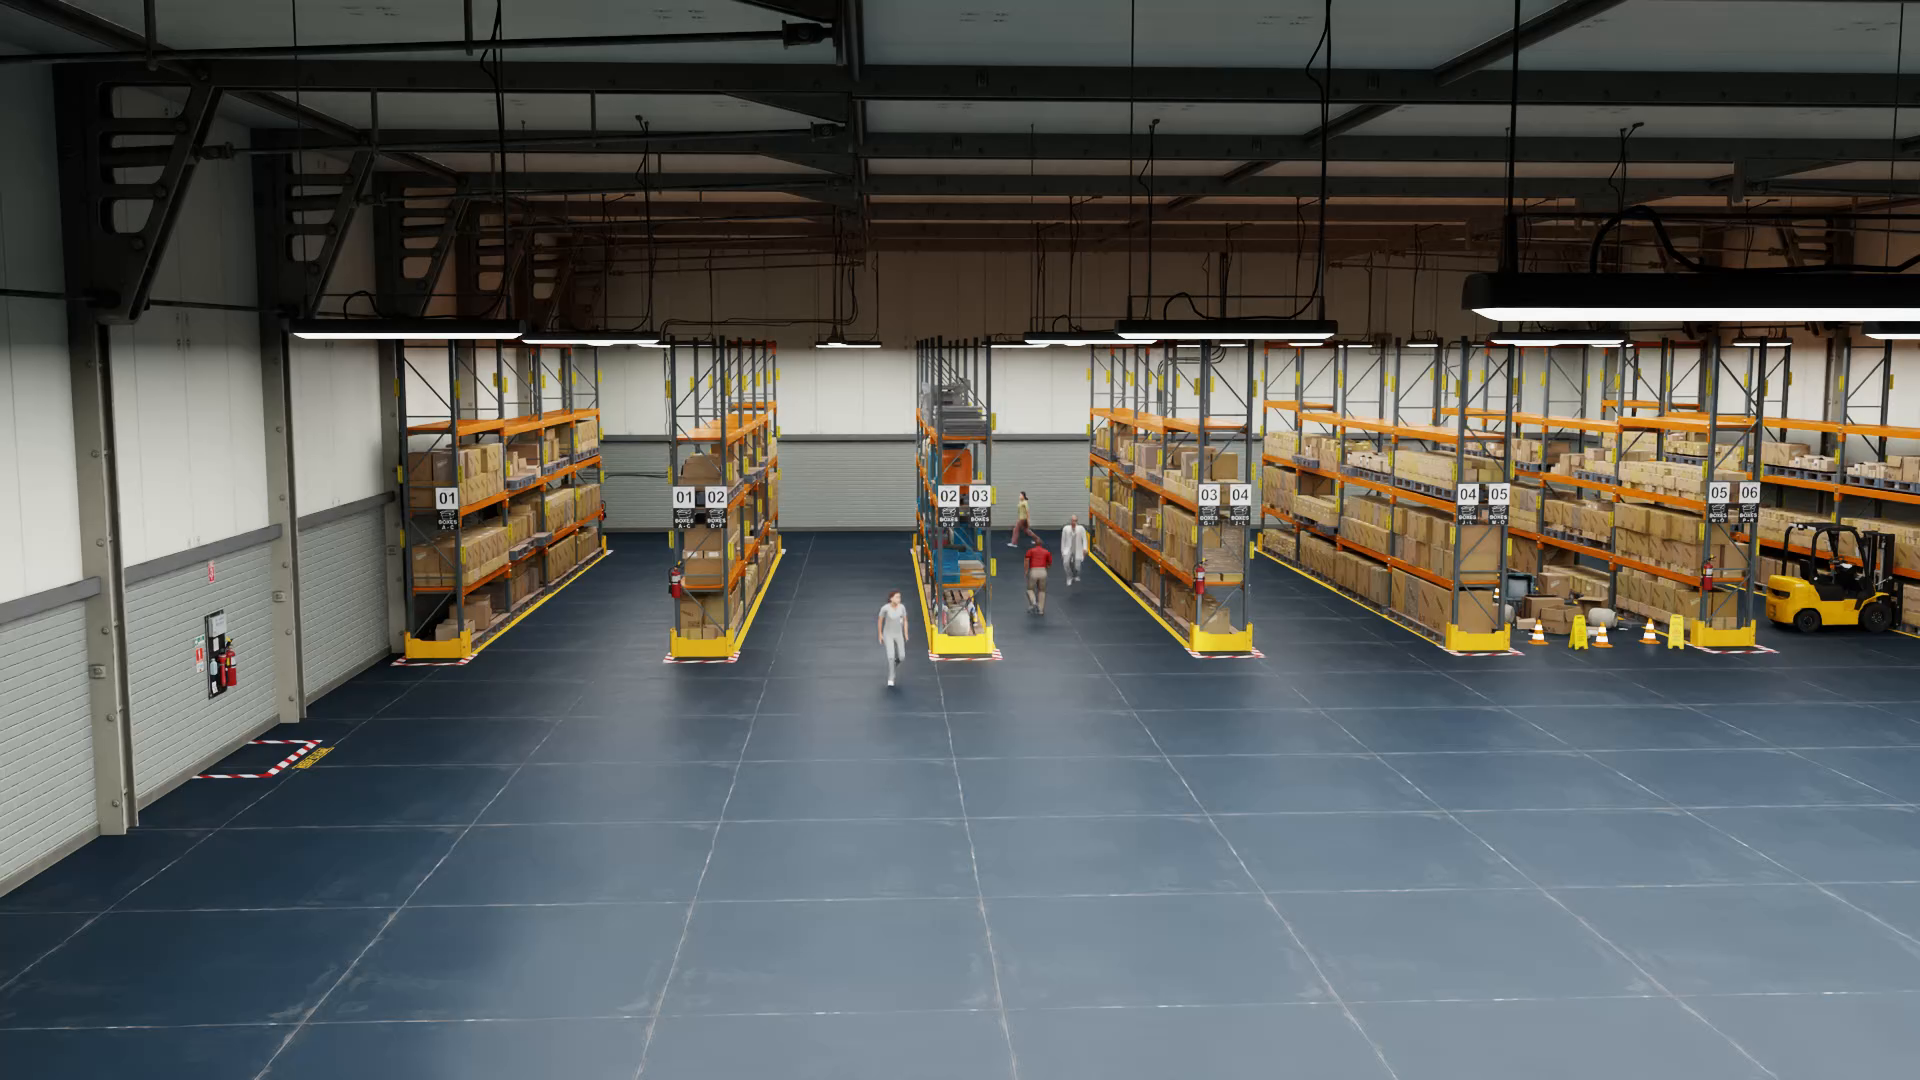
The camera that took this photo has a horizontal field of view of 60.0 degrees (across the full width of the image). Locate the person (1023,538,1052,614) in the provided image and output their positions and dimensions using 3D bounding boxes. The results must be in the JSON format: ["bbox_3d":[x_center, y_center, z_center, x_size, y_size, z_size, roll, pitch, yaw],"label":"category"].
[{"bbox_3d":[1.710,0.782,36.535,0.644,1.613,0.786,0,6,-1],"label":"person"}]

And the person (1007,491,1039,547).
[{"bbox_3d":[1.875,-0.612,48.587,1.002,1.628,0.418,0,6,-1],"label":"person"}]

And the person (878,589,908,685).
[{"bbox_3d":[-1.202,1.662,28.762,0.502,1.635,0.604,-3,7,-26],"label":"person"}]

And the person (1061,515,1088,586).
[{"bbox_3d":[2.696,0.228,39.279,0.633,1.644,0.648,0,7,4],"label":"person"}]
